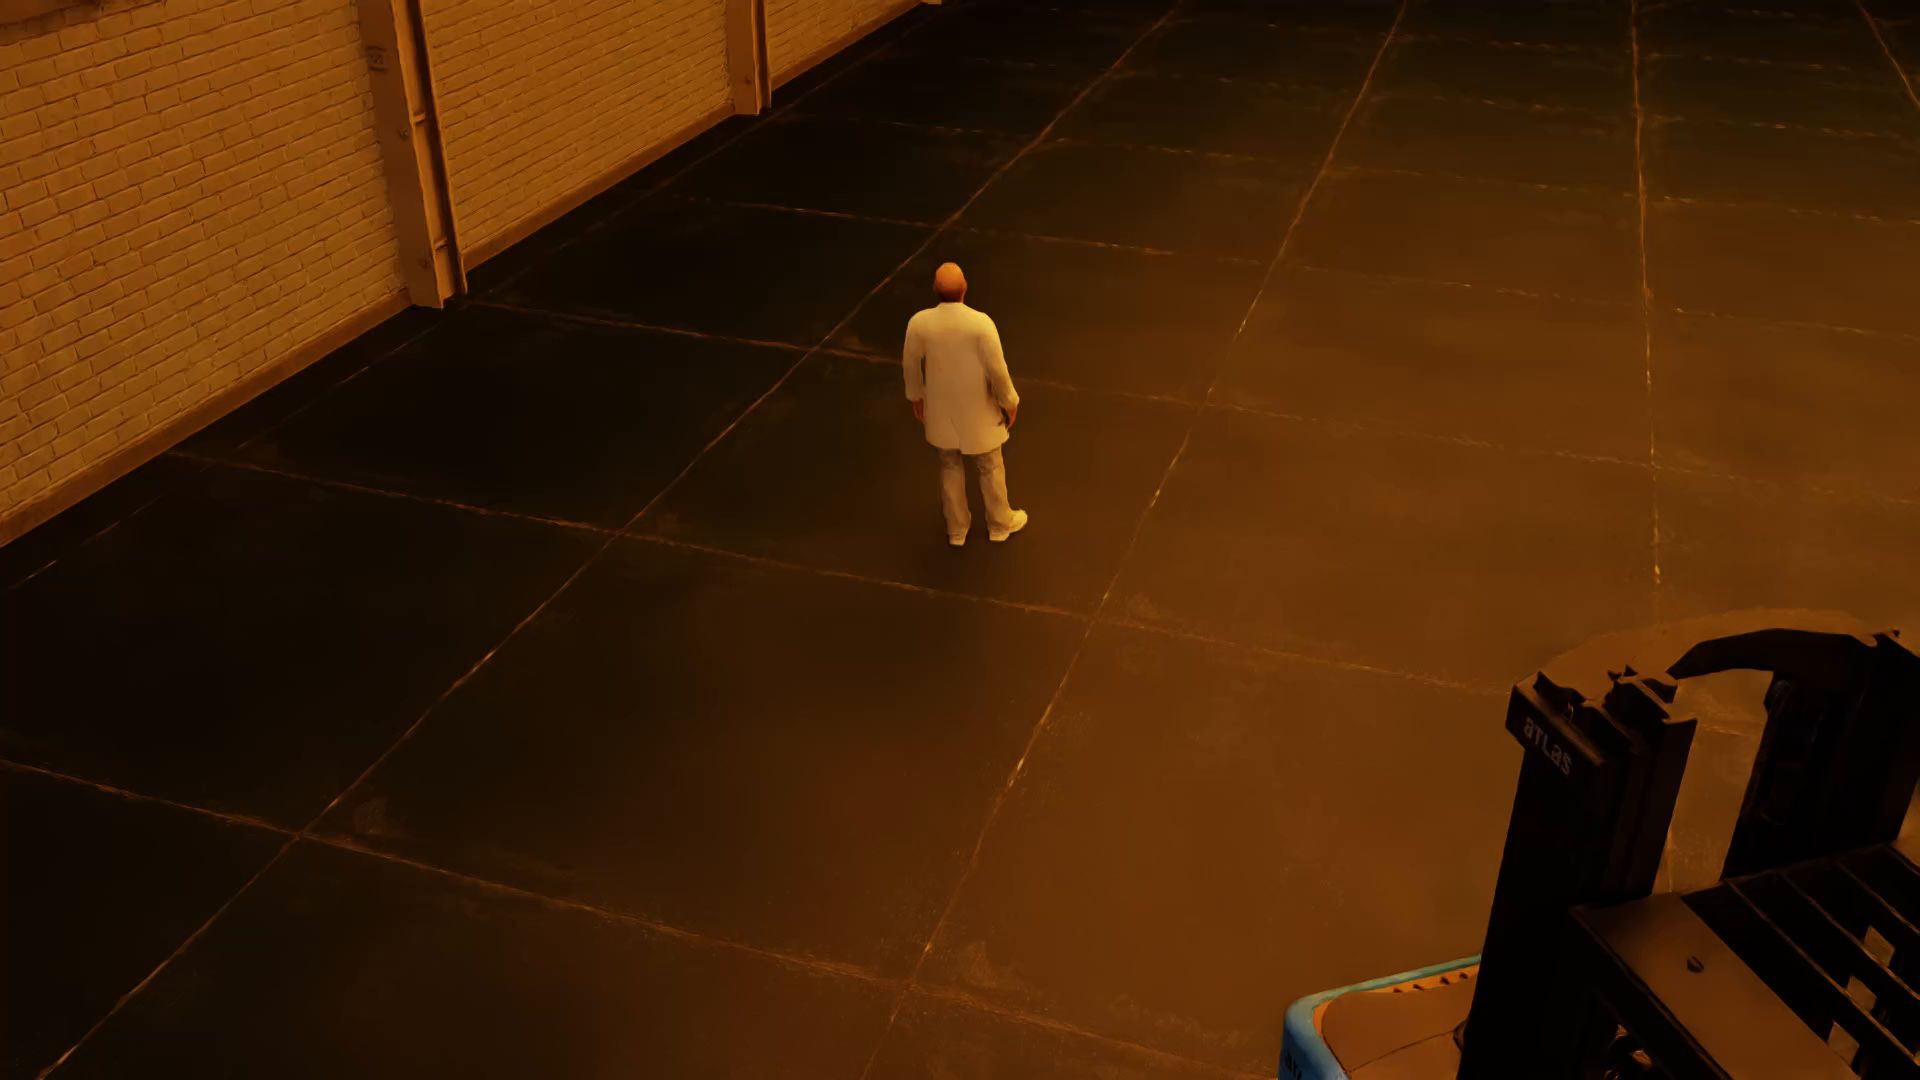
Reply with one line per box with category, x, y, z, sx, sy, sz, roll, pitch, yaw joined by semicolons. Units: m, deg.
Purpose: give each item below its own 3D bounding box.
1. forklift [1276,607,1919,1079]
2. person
forklift;1.941;1.765;4.041;1.130;2.935;3.031;-9;31;-15
person;0.034;-0.820;9.726;0.694;1.776;0.579;10;31;16
